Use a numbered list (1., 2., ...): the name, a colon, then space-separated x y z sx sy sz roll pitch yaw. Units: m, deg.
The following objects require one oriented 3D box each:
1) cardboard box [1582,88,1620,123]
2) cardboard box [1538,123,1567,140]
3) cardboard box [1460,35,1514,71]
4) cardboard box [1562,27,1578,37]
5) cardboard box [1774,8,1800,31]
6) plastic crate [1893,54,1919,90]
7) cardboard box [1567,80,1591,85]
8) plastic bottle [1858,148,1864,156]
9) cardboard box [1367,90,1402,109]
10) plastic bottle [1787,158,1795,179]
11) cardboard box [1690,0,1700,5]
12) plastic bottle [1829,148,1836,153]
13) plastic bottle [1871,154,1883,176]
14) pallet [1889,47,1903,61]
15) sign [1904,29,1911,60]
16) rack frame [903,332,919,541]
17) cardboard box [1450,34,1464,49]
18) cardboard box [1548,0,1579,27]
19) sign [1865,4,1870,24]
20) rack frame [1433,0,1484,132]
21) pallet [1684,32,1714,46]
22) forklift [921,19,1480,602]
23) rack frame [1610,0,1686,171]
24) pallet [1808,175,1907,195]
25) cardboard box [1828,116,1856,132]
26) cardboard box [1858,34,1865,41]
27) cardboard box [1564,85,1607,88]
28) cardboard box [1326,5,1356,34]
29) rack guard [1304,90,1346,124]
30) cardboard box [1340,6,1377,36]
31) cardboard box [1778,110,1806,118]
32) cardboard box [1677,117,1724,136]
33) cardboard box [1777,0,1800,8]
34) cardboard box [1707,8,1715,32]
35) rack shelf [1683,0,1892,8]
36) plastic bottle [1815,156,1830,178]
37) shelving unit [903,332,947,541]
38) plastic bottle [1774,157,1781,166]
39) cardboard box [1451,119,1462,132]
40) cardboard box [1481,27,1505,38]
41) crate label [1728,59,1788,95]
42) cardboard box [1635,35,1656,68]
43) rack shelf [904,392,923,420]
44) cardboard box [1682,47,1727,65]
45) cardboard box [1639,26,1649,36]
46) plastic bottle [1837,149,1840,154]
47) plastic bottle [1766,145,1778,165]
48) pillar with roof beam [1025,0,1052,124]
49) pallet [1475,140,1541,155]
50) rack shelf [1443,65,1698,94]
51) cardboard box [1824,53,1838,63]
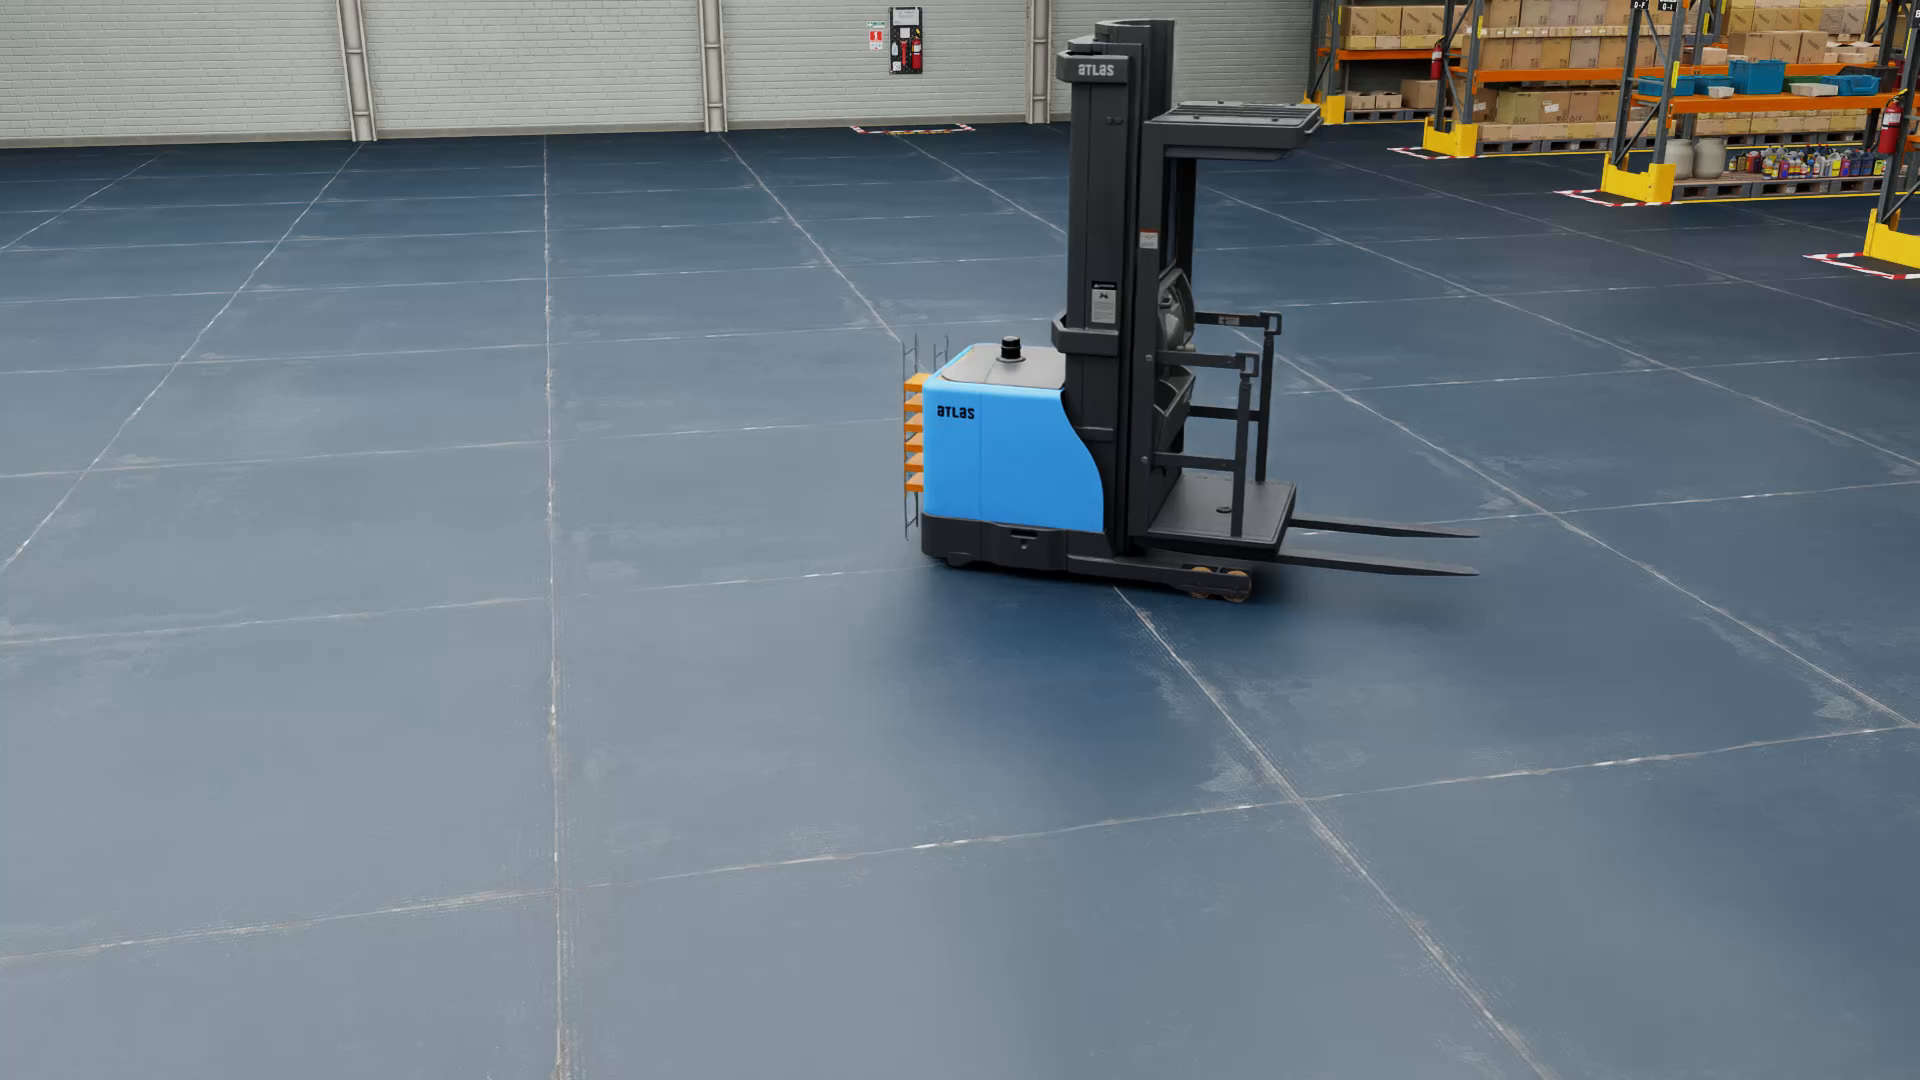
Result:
1. cardboard box: 10.471 -7.098 27.128 0.500 0.500 0.500 -5 21 -12
2. cardboard box: 9.499 -6.664 27.033 0.500 0.250 0.500 -5 21 -12
3. cardboard box: 8.411 -7.789 26.573 0.500 0.500 0.700 -5 21 -12
4. cardboard box: 9.638 -8.123 26.540 0.250 0.149 0.380 -5 21 -13
5. cardboard box: 16.122 -10.227 32.765 0.500 0.500 0.500 -5 21 -13
6. plastic crate: 13.384 -6.539 23.211 0.583 0.464 0.402 -5 21 -12
7. cardboard box: 11.907 -8.839 32.577 0.500 0.500 0.700 -5 21 -14
8. plastic bottle: 12.389 -5.232 22.947 0.185 0.351 0.144 -5 21 -12
9. cardboard box: 8.059 -8.381 31.604 0.500 0.311 0.500 -3 20 -8
10. plastic bottle: 11.260 -5.043 22.548 0.097 0.271 0.097 0 20 0
11. cardboard box: 14.267 -10.522 32.449 0.250 0.149 0.380 -7 21 -20
12. plastic bottle: 12.263 -5.382 23.467 0.135 0.276 0.152 -4 20 -11
13. plastic bottle: 12.590 -5.151 22.824 0.133 0.283 0.061 -4 20 -10
14. pallet: 16.383 -8.330 28.473 1.003 0.211 1.213 -5 21 -12
15. sign: 10.122 -5.273 17.706 0.005 0.325 0.100 -5 21 -12
16. rack frame: -0.287 -0.595 9.694 0.006 1.200 0.240 6 21 16
17. cardboard box: 9.339 -9.403 31.311 0.500 0.250 0.500 -5 21 -13
18. cardboard box: 9.464 -8.486 26.589 0.500 0.500 0.700 -5 21 -12
19. sign: 15.605 -9.030 28.537 0.005 0.325 0.100 -5 21 -12
20. rack frame: 7.954 -7.710 26.501 0.127 3.000 1.000 -5 21 -12
21. pallet: 13.927 -9.819 32.537 1.003 0.211 1.213 -5 21 -12
22. forklift: 1.355 -1.248 8.960 3.031 2.935 1.130 6 21 16
23. rack frame: 9.090 -6.051 21.973 0.127 3.000 1.000 -5 21 -12
24. pallet: 12.320 -5.019 23.210 1.213 0.211 1.003 -5 21 -12
25. cardboard box: 14.783 -7.084 28.179 0.500 0.250 0.500 -5 21 -13
26. cardboard box: 17.984 -10.059 33.251 0.250 0.149 0.380 -4 21 -11
27. cardboard box: 10.350 -7.273 27.606 0.500 0.500 0.500 -5 21 -12
28. cardboard box: 7.220 -9.767 31.216 0.500 0.500 0.500 -5 21 -13
29. rack guard: 6.884 -8.200 31.473 0.348 0.500 1.175 -5 21 -12
30. cardboard box: 7.344 -9.596 30.748 0.500 0.500 0.500 -5 21 -12
31. cardboard box: 13.802 -7.267 27.864 0.500 0.311 0.500 -4 21 -11
32. cardboard box: 12.296 -6.881 27.626 0.500 0.250 0.500 -5 21 -14
33. cardboard box: 16.105 -10.582 32.645 0.500 0.250 0.500 -5 21 -12
34. cardboard box: 14.995 -10.322 33.026 0.500 0.500 0.500 -5 21 -12
35. rack shelf: 11.036 -7.280 22.013 4.000 0.370 1.077 -5 21 -12
36. plastic bottle: 11.762 -5.096 22.685 0.135 0.276 0.152 -4 21 -11
37. shelving unit: -0.199 -0.586 9.669 0.189 1.200 0.258 6 21 16
38. plastic bottle: 11.394 -5.235 23.174 0.097 0.201 0.097 0 20 0
39. cardboard box: 8.408 -6.757 27.287 0.500 0.250 0.500 -5 21 -12
40. cardboard box: 8.385 -8.020 26.260 0.250 0.149 0.380 -5 21 -13
41. crate label: 10.819 -6.304 22.612 0.616 0.435 0.502 -5 21 -12
42. cardboard box: 10.904 -7.992 27.126 0.500 0.500 0.700 -5 21 -13
43. rack shelf: -0.199 -0.769 9.601 0.180 0.103 0.258 6 21 16
44. cardboard box: 12.316 -8.010 27.537 0.500 0.250 0.500 -3 20 -9
45. cardboard box: 10.881 -8.223 26.813 0.250 0.149 0.380 -5 21 -13
46. plastic bottle: 12.289 -5.350 23.369 0.133 0.283 0.061 -5 21 -12
47. plastic bottle: 11.323 -5.342 23.250 0.185 0.351 0.144 -4 20 -10
48. pillar with roof beam: 2.444 -10.614 25.706 0.400 9.000 9.100 -5 21 -12
49. pallet: 8.688 -6.475 27.184 1.213 0.211 1.003 -5 21 -12
50. rack shelf: 9.900 -7.530 27.056 4.000 0.370 1.077 -5 21 -12
51. cardboard box: 14.511 -8.105 27.945 0.250 0.149 0.380 -3 20 -8
